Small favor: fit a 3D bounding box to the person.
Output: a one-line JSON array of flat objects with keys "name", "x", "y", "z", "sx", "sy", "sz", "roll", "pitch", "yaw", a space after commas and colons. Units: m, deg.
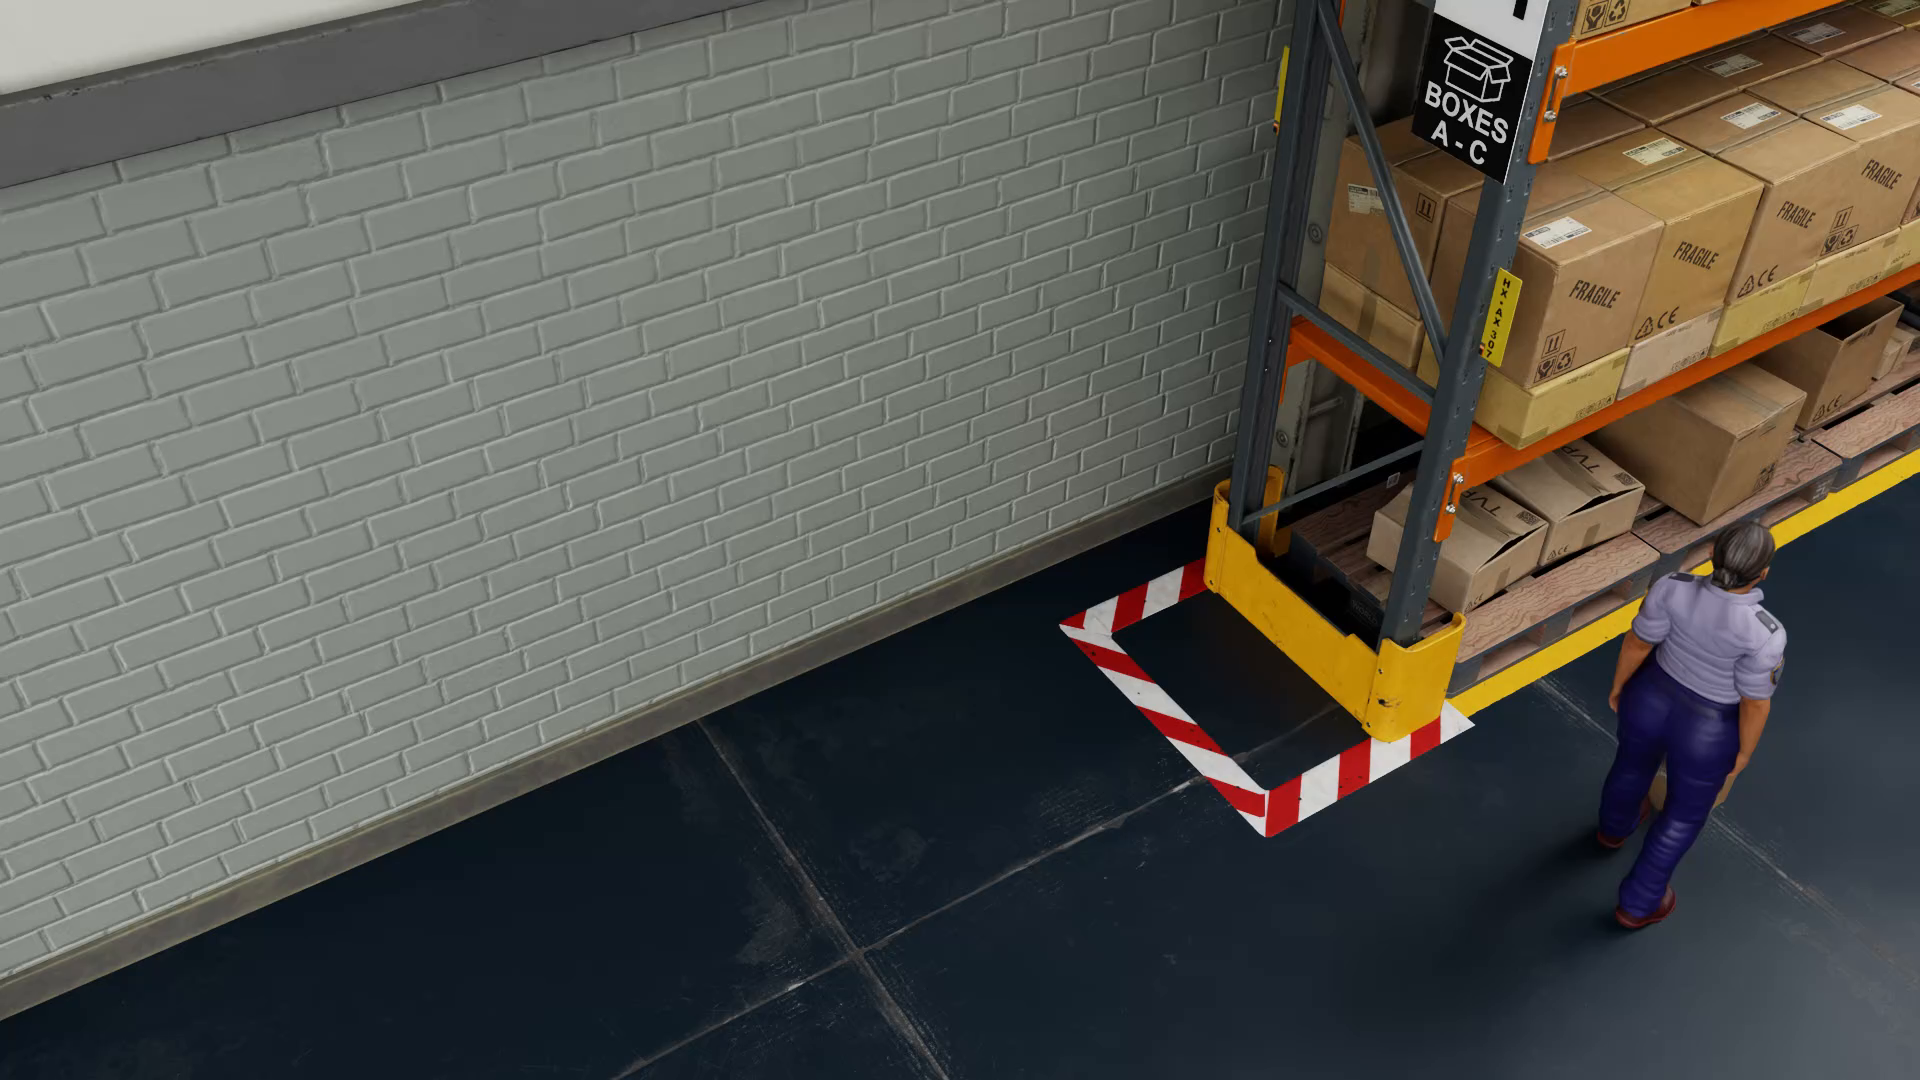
[{"name": "person", "x": 2.433, "y": 0.563, "z": 5.526, "sx": 0.579, "sy": 1.667, "sz": 0.489, "roll": -28, "pitch": 48, "yaw": -29}]
